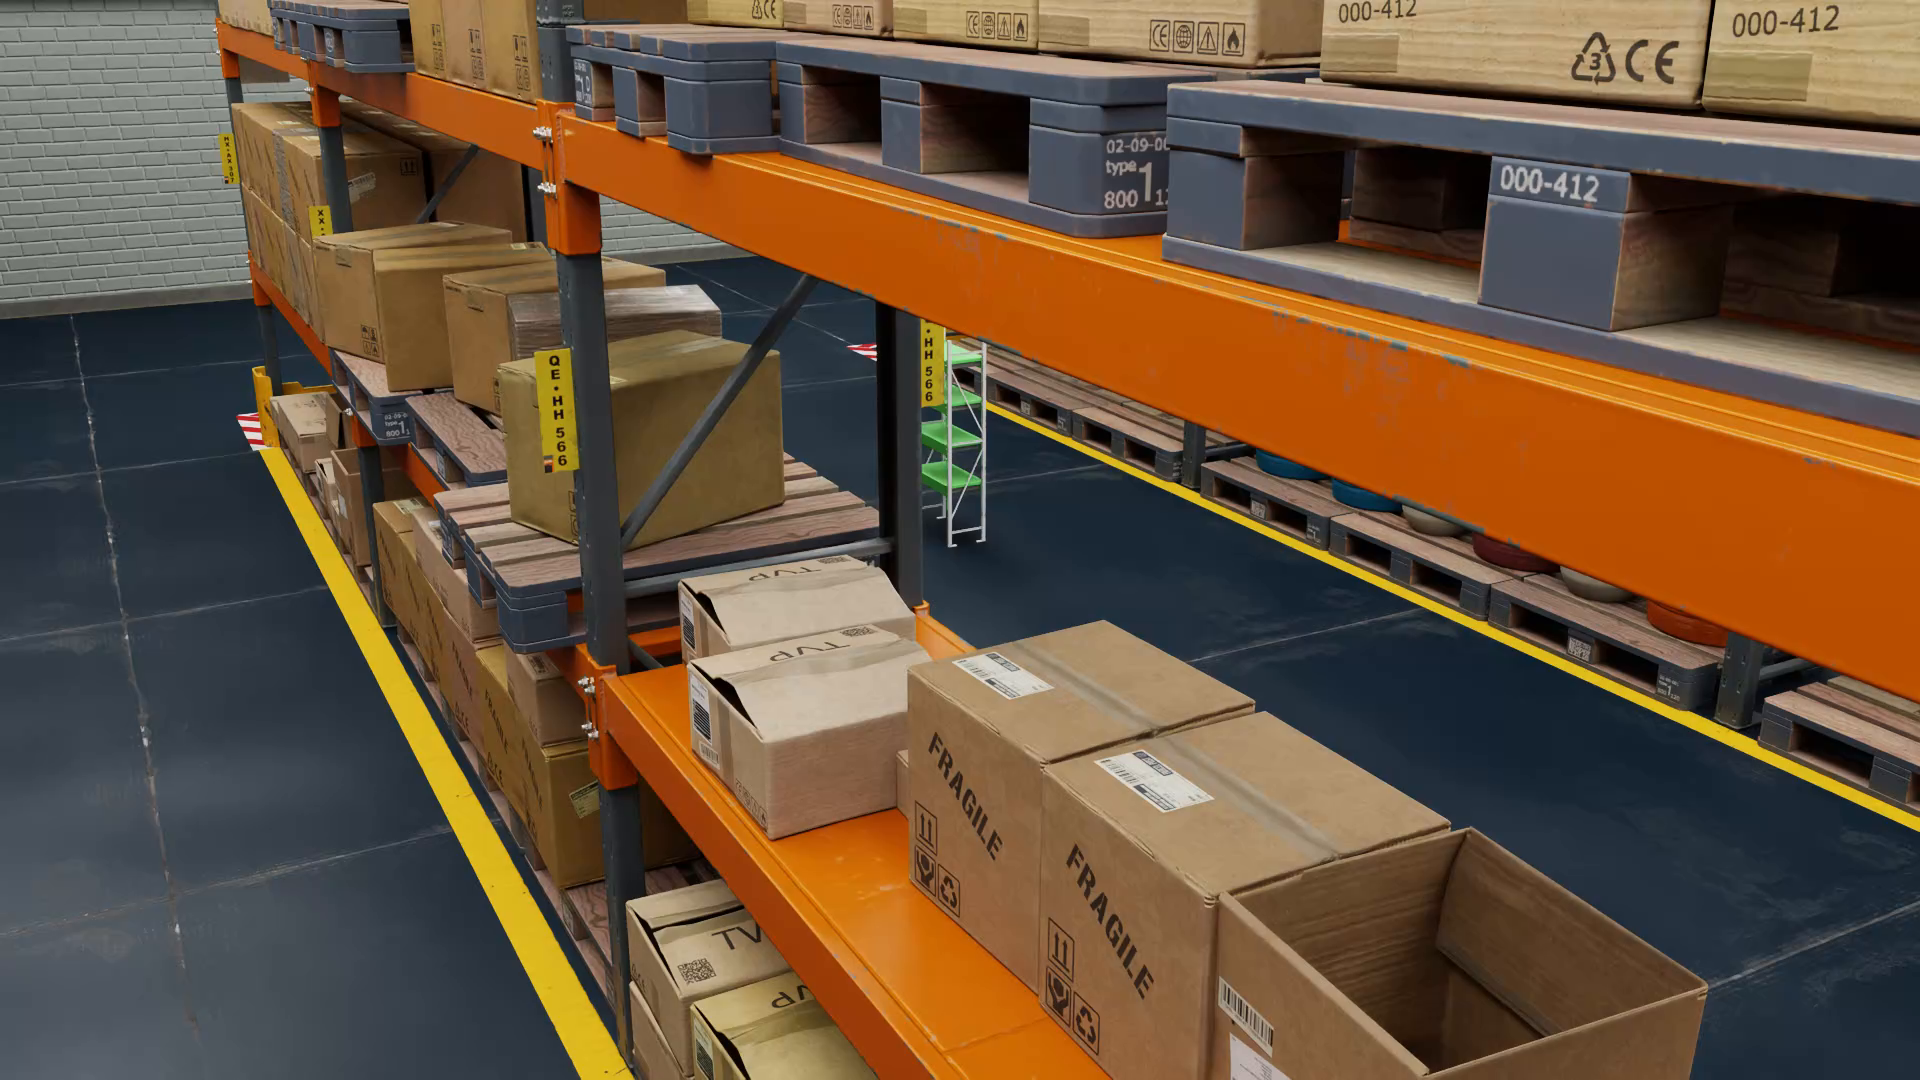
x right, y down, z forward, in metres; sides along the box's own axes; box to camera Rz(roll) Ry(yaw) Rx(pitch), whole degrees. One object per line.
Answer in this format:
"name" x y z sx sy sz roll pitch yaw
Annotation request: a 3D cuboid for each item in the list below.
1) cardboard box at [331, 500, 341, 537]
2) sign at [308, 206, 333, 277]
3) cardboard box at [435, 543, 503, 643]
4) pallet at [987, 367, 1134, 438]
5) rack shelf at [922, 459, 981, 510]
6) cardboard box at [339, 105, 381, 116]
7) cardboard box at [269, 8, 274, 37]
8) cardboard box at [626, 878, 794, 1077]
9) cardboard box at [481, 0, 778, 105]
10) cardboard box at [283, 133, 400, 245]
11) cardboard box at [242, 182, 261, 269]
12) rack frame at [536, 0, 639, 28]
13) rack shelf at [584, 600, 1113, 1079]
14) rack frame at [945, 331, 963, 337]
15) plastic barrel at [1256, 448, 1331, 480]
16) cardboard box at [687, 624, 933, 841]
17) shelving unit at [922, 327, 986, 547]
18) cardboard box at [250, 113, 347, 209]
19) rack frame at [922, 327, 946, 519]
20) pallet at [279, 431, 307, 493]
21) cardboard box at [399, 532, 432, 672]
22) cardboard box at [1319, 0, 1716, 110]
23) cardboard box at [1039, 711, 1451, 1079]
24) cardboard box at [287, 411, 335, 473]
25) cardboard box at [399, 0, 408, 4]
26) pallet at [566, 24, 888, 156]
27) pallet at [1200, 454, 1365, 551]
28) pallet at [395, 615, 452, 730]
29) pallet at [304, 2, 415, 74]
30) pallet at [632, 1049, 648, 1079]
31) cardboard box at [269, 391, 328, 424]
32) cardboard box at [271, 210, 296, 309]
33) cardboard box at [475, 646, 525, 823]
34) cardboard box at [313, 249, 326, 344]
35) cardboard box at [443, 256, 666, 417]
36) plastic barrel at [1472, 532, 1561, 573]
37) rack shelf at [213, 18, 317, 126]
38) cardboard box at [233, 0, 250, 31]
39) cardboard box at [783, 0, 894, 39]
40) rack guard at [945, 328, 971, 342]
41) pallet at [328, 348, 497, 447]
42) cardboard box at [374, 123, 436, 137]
"cardboard box" -3.229 -0.140 9.135 0.380 0.149 0.250 -10 21 -27
"sign" -2.952 -1.385 7.719 0.100 0.325 0.005 -10 21 -27
"cardboard box" -1.749 0.165 6.563 0.500 0.250 0.500 -10 22 -28
"pallet" 0.916 -1.066 12.396 1.003 0.211 1.213 -10 21 -27
"rack shelf" -0.079 -0.327 9.673 0.258 0.148 0.480 -10 21 -27
"cardboard box" -3.683 -2.500 10.592 0.500 0.500 0.500 -9 21 -25
"cardboard box" -3.171 -2.652 8.351 0.500 0.250 0.500 -10 21 -27
"cardboard box" -0.588 1.118 4.503 0.500 0.311 0.500 -9 21 -25
"cardboard box" -0.815 -1.499 4.625 0.910 0.500 0.500 -10 21 -27
"cardboard box" -3.192 -1.833 8.660 0.500 0.500 0.500 -10 22 -28
"cardboard box" -4.399 -2.089 10.934 0.500 0.500 0.500 -9 21 -26
"rack frame" -0.578 -2.749 3.804 1.000 3.000 0.127 -10 21 -27
"rack shelf" 0.371 1.001 3.236 1.077 0.370 4.000 -10 21 -27
"rack frame" -0.016 -2.976 13.658 1.000 3.000 0.127 -10 21 -27
"plastic barrel" 2.126 -0.876 10.144 0.600 0.901 0.708 -10 21 -27
"cardboard box" -0.324 0.415 3.966 0.500 0.311 0.500 -10 22 -27
"shelving unit" -0.079 -0.615 9.573 0.258 1.200 0.503 -10 21 -27
"cardboard box" -3.911 -2.269 9.921 0.500 0.500 0.500 -10 21 -26
"rack frame" -0.194 -0.685 9.776 0.240 1.200 0.015 -10 21 -27
"pallet" -3.962 -0.641 11.167 1.003 0.211 1.213 -10 21 -27
"cardboard box" -2.200 0.240 7.495 0.500 0.500 0.500 -10 21 -26
"cardboard box" 0.774 -0.646 1.894 0.500 0.250 0.500 -12 23 -32
"cardboard box" 0.483 0.669 2.940 0.500 0.500 0.500 -10 21 -27
"cardboard box" -3.894 -0.631 10.403 0.500 0.250 0.500 -10 21 -27
"cardboard box" -1.668 -2.234 5.959 0.600 0.600 0.600 -11 22 -29
"pallet" -0.178 -1.061 3.799 1.213 0.211 1.003 -9 21 -24
"pallet" 2.213 -0.282 10.125 1.003 0.211 1.213 -10 21 -27
"pallet" -2.058 0.484 7.905 1.003 0.211 1.213 -10 21 -27
"pallet" -1.735 -1.896 6.216 1.213 0.211 1.003 -10 21 -27
"pallet" -0.222 1.647 4.535 1.003 0.211 1.213 -10 21 -27
"cardboard box" -4.481 -0.897 11.328 0.380 0.149 0.250 -10 21 -27
"cardboard box" -3.677 -1.654 9.672 0.500 0.500 0.500 -10 21 -26
"cardboard box" -1.475 0.679 6.222 0.500 0.500 0.500 -11 22 -29
"cardboard box" -2.941 -1.213 8.394 0.500 0.500 0.500 -10 21 -26
"cardboard box" -1.585 -0.810 6.583 0.700 0.500 0.500 -17 25 -40
"plastic barrel" 2.999 -0.200 8.666 0.600 0.588 0.708 -10 21 -27
"rack shelf" -3.428 -2.714 9.402 1.077 0.370 4.000 -10 21 -27
"cardboard box" -3.892 -3.081 9.594 0.500 0.250 0.500 -10 21 -27
"cardboard box" -0.049 -1.190 3.469 0.500 0.250 0.500 -9 21 -25
"rack guard" -0.039 -1.800 14.080 1.175 0.500 0.348 -10 21 -27
"pallet" -2.195 -0.725 7.428 1.003 0.211 1.213 -10 21 -27
"cardboard box" -2.943 -2.056 9.306 0.500 0.500 0.500 -11 22 -28
